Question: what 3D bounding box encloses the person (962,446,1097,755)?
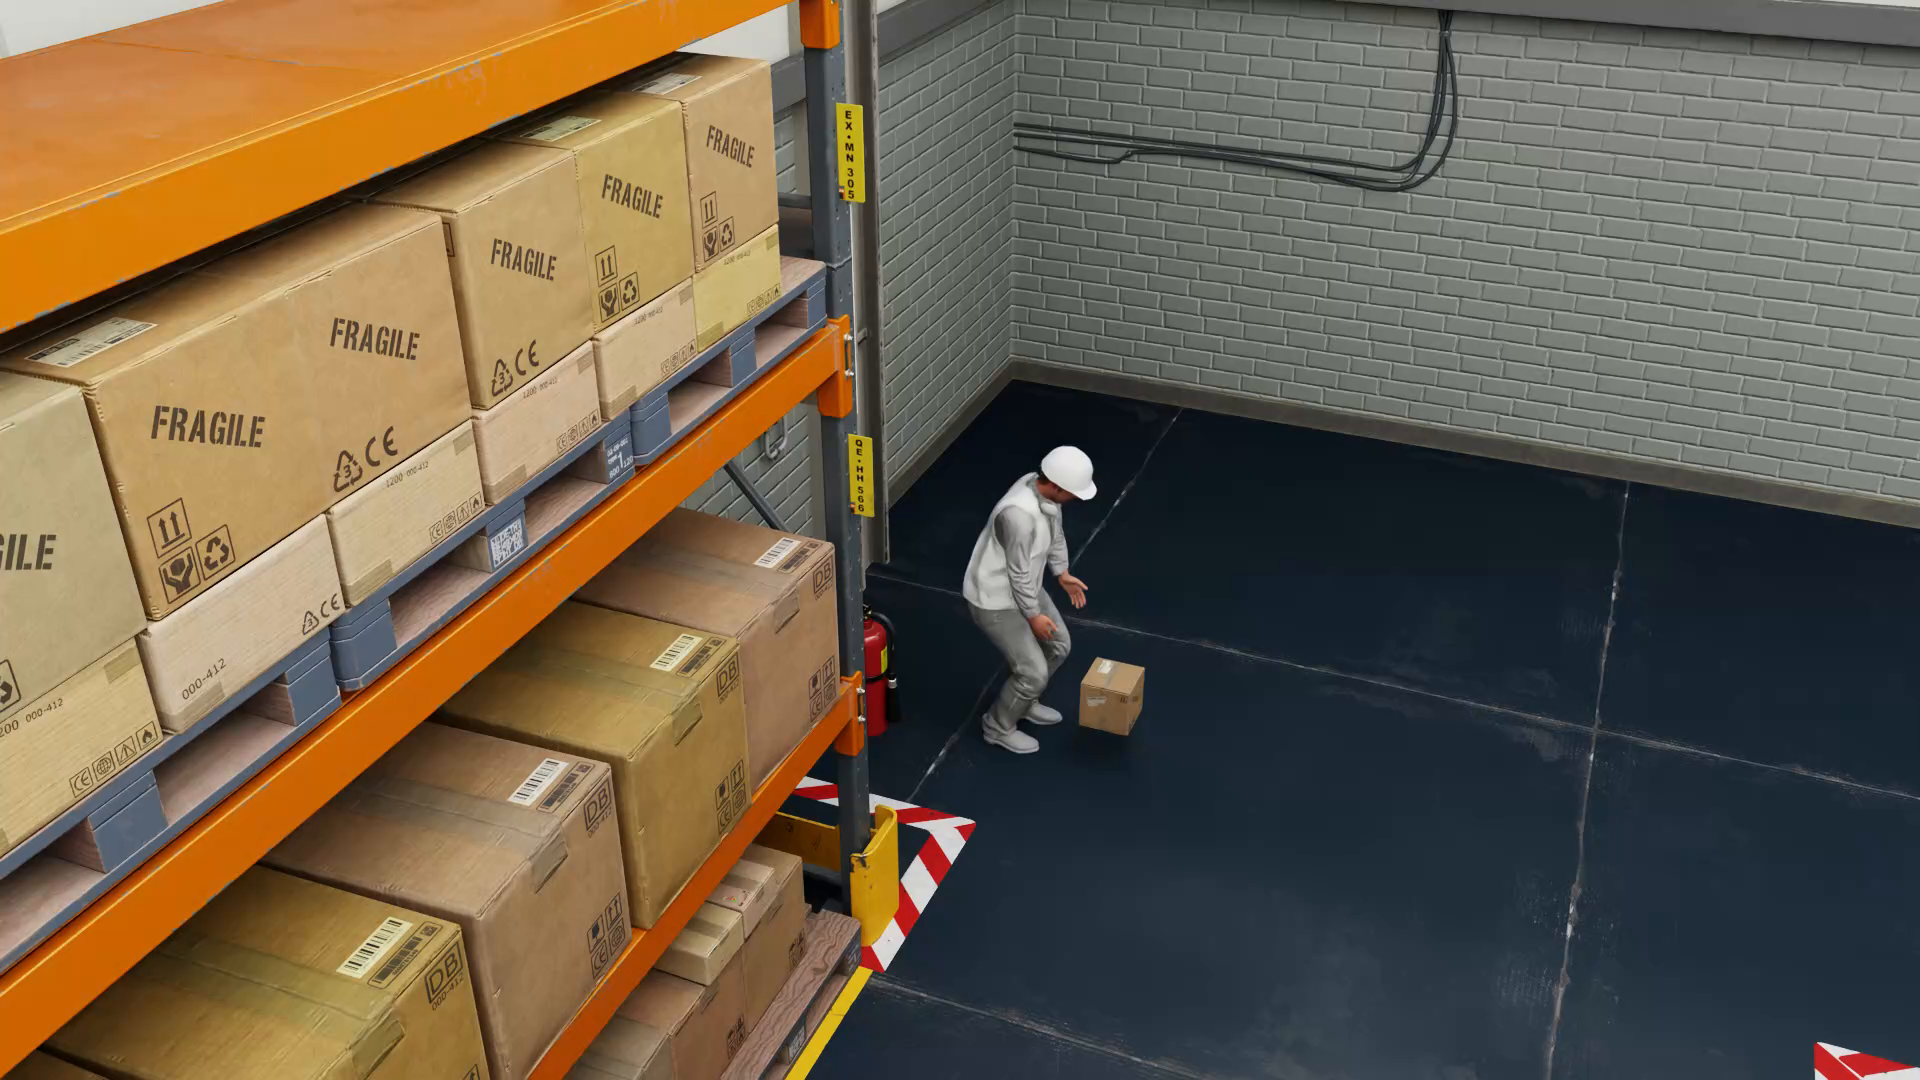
[{"bbox_3d":[0.345,0.252,8.084,0.594,1.628,0.581,12,32,20],"label":"person"}]
